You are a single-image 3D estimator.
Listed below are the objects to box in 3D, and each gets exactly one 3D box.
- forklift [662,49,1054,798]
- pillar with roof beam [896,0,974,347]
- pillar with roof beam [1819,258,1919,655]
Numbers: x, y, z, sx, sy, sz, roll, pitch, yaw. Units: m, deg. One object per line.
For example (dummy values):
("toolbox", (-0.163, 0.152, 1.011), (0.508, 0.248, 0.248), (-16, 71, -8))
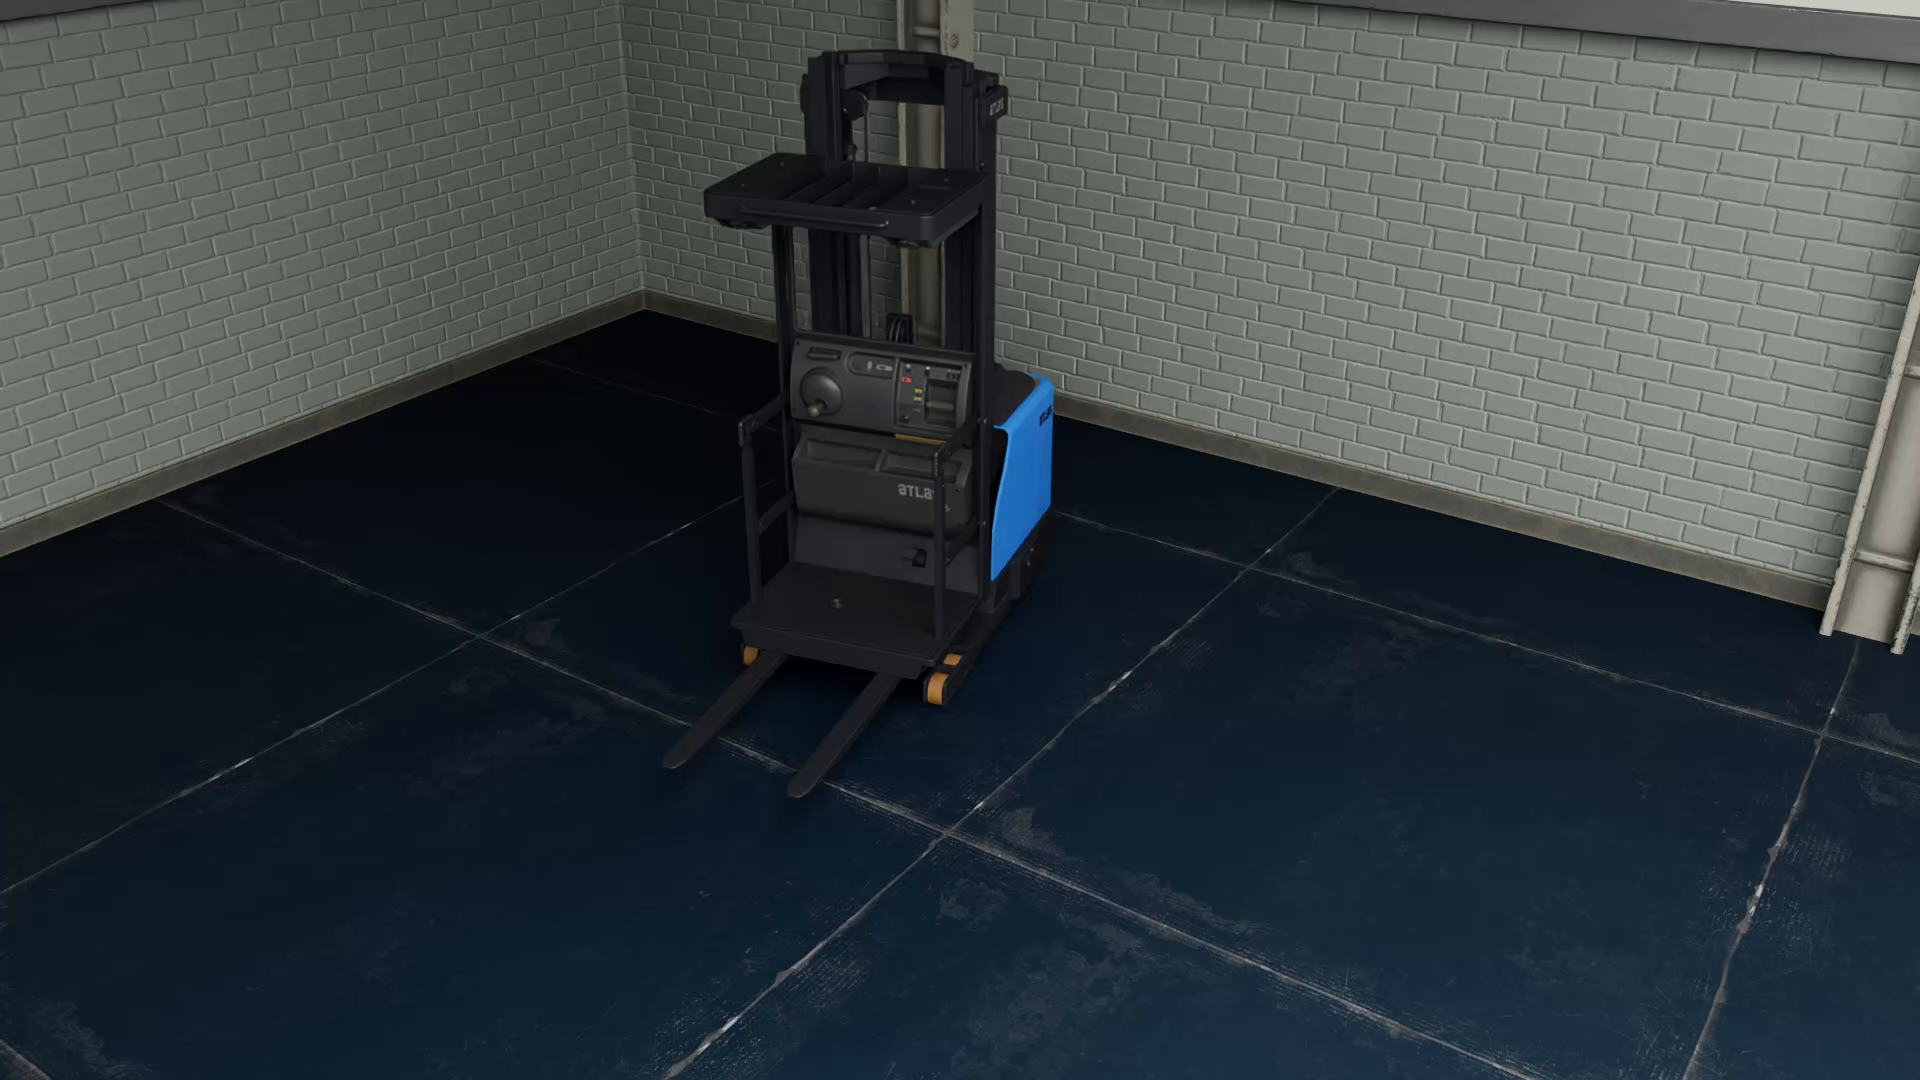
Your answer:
("forklift", (-0.464, -0.705, 7.903), (1.130, 2.935, 3.031), (10, 29, 18))
("pillar with roof beam", (-2.598, -3.457, 6.621), (0.400, 9.000, 9.100), (17, 32, 30))
("pillar with roof beam", (2.348, -1.916, 3.593), (0.400, 9.000, 9.100), (17, 32, 30))
